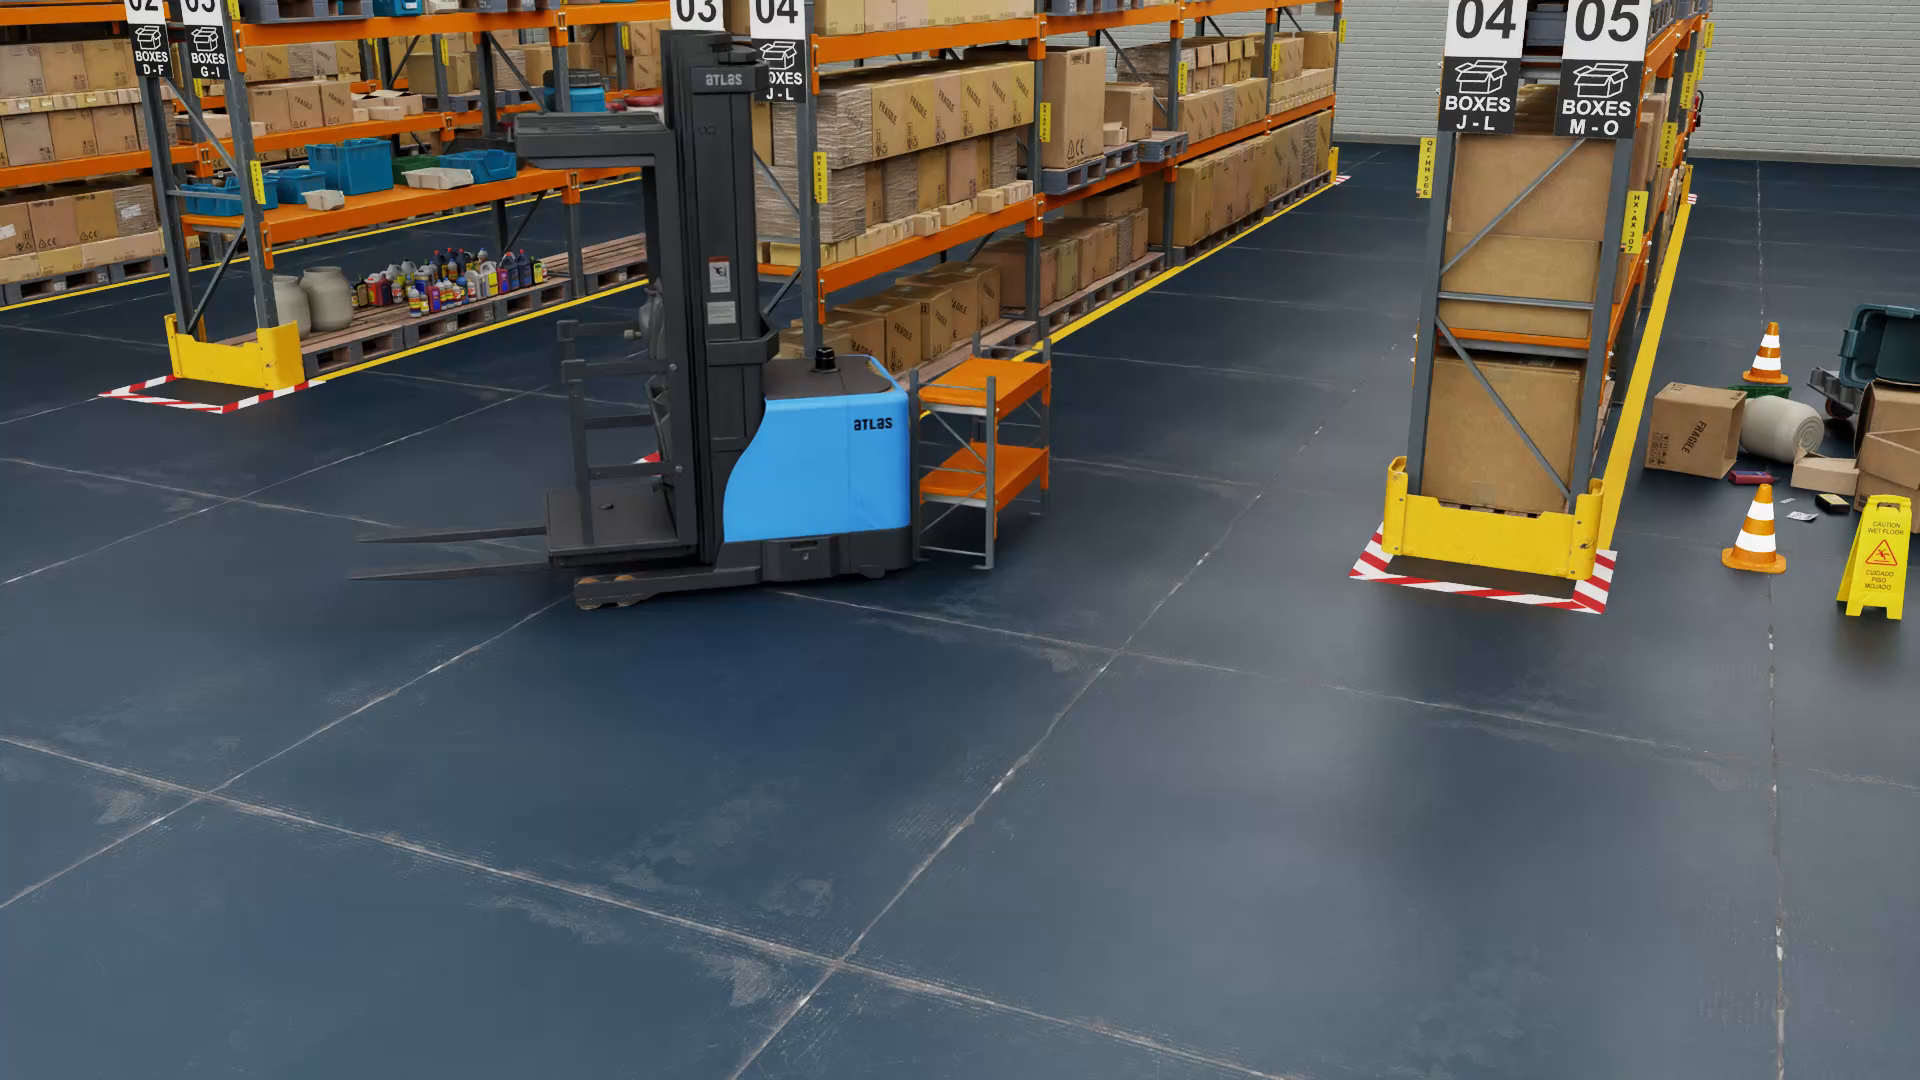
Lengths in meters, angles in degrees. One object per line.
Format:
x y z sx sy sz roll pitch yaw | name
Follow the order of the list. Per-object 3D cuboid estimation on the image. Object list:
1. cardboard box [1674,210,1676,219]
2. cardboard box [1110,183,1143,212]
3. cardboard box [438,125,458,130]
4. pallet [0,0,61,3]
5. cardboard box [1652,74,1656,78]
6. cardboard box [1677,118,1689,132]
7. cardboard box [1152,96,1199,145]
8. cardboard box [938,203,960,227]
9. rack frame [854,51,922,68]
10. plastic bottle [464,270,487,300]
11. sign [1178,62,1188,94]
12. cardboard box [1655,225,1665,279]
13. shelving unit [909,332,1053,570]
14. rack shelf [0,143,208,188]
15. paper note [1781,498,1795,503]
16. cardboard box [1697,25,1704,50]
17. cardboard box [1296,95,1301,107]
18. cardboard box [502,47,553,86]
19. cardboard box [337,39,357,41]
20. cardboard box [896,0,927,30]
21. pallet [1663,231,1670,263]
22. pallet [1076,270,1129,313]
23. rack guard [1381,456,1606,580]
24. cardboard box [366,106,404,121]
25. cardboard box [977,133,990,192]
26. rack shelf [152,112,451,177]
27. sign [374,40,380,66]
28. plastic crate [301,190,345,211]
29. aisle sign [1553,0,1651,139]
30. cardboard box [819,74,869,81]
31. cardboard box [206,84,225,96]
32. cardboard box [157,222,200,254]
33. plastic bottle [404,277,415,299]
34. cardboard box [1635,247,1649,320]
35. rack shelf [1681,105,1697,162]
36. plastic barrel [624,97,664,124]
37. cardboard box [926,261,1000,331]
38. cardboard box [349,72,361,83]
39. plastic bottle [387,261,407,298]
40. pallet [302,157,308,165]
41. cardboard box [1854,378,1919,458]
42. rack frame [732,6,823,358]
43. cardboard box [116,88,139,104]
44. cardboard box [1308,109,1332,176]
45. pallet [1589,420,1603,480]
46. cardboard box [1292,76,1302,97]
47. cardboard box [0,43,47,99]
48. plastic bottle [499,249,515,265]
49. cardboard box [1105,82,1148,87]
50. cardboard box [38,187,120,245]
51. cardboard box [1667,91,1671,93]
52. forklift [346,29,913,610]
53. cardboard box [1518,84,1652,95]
8.540 -3.992 20.344 0.380 0.149 0.250 9 22 24 | cardboard box
1.620 -3.651 17.713 0.500 0.250 0.500 10 22 25 | cardboard box
-9.231 -7.283 29.075 0.700 0.500 0.500 9 22 24 | cardboard box
-9.634 -5.350 16.192 1.003 0.211 1.213 9 21 23 | pallet
5.744 -3.836 14.637 0.700 0.500 0.500 8 21 22 | cardboard box
8.403 -4.912 19.678 0.380 0.149 0.250 9 22 25 | cardboard box
2.314 -4.635 18.377 0.500 0.500 0.500 9 22 24 | cardboard box
-0.218 -2.573 13.103 0.380 0.149 0.250 9 21 23 | cardboard box
-1.014 -6.379 23.430 1.000 3.000 0.127 9 21 23 | rack frame
-4.571 -2.415 15.691 0.152 0.276 0.135 9 21 24 | plastic bottle
2.366 -4.914 17.699 0.100 0.325 0.005 9 21 23 | sign
6.873 -2.967 16.939 0.500 0.500 0.500 8 21 20 | cardboard box
0.136 -0.554 9.848 0.538 1.125 1.048 7 21 19 | shelving unit
-9.626 -3.664 16.869 1.077 0.370 4.000 9 21 23 | rack shelf
5.307 -0.252 10.662 0.123 0.001 0.032 -14 24 -33 | paper note
8.829 -6.062 20.451 0.500 0.500 0.500 9 21 24 | cardboard box
4.460 -6.023 22.802 0.380 0.149 0.250 9 21 23 | cardboard box
-6.198 -6.757 23.715 0.700 0.500 0.500 3 20 9 | cardboard box
-10.010 -8.111 26.557 0.500 0.250 0.500 9 22 24 | cardboard box
-0.564 -3.795 11.911 0.500 0.250 0.500 8 21 22 | cardboard box
7.671 -3.436 19.316 1.003 0.211 1.213 9 21 23 | pallet
1.045 -2.553 16.832 1.003 0.211 1.213 9 21 23 | pallet
3.065 -0.135 9.602 1.175 0.500 0.348 9 21 23 | rack guard
-7.285 -5.406 21.069 0.380 0.149 0.250 9 21 23 | cardboard box
-0.248 -3.164 13.797 0.875 0.500 0.500 9 21 23 | cardboard box
-7.988 -4.887 20.308 1.077 0.370 4.000 9 21 23 | rack shelf
-7.668 -6.417 21.927 0.100 0.325 0.005 9 21 23 | sign
-5.267 -2.816 13.805 0.298 0.136 0.250 9 21 23 | plastic crate
3.320 -2.482 8.592 0.394 0.787 0.004 9 21 23 | aisle sign
-1.003 -3.198 12.399 0.500 0.500 0.500 9 21 23 | cardboard box
-11.047 -6.621 24.456 0.380 0.149 0.250 9 22 24 | cardboard box
-8.798 -3.345 18.375 0.500 0.250 0.500 9 21 23 | cardboard box
-5.198 -2.385 15.719 0.097 0.201 0.097 0 20 0 | plastic bottle
5.664 -2.462 15.146 1.050 0.750 0.750 9 21 24 | cardboard box
8.808 -5.261 21.358 1.077 0.370 4.000 9 21 23 | rack shelf
-3.397 -4.485 17.899 0.433 0.535 0.433 0 20 0 | plastic barrel
0.029 -2.158 14.663 0.500 0.500 0.500 8 21 21 | cardboard box
-9.932 -7.488 26.892 0.380 0.149 0.250 9 21 23 | cardboard box
-5.326 -2.459 15.703 0.144 0.351 0.185 10 22 25 | plastic bottle
-10.299 -6.179 27.028 1.003 0.211 1.213 9 21 23 | pallet
6.417 -0.731 11.070 0.797 0.637 0.503 9 21 23 | cardboard box
-1.409 -2.031 11.204 1.000 3.000 0.127 9 21 23 | rack frame
-8.931 -4.699 17.588 0.380 0.149 0.250 8 21 21 | cardboard box
4.954 -5.913 24.662 0.875 0.875 0.875 9 21 23 | cardboard box
3.832 -0.633 11.434 1.003 0.211 1.213 9 21 23 | pallet
4.352 -6.187 22.670 0.500 0.250 0.500 9 22 24 | cardboard box
-9.599 -4.676 16.556 0.700 0.500 0.500 9 21 23 | cardboard box
-4.422 -2.676 16.315 0.144 0.351 0.185 9 21 23 | plastic bottle
1.682 -4.551 17.514 0.500 0.500 0.500 6 20 16 | cardboard box
-9.214 -3.394 17.393 0.500 0.500 0.500 9 21 23 | cardboard box
7.147 -4.561 17.177 0.380 0.149 0.250 10 22 25 | cardboard box
-1.839 -1.203 8.978 3.031 2.935 1.130 -5 20 -13 | forklift
4.530 -3.014 12.132 0.875 0.550 0.550 9 21 23 | cardboard box
